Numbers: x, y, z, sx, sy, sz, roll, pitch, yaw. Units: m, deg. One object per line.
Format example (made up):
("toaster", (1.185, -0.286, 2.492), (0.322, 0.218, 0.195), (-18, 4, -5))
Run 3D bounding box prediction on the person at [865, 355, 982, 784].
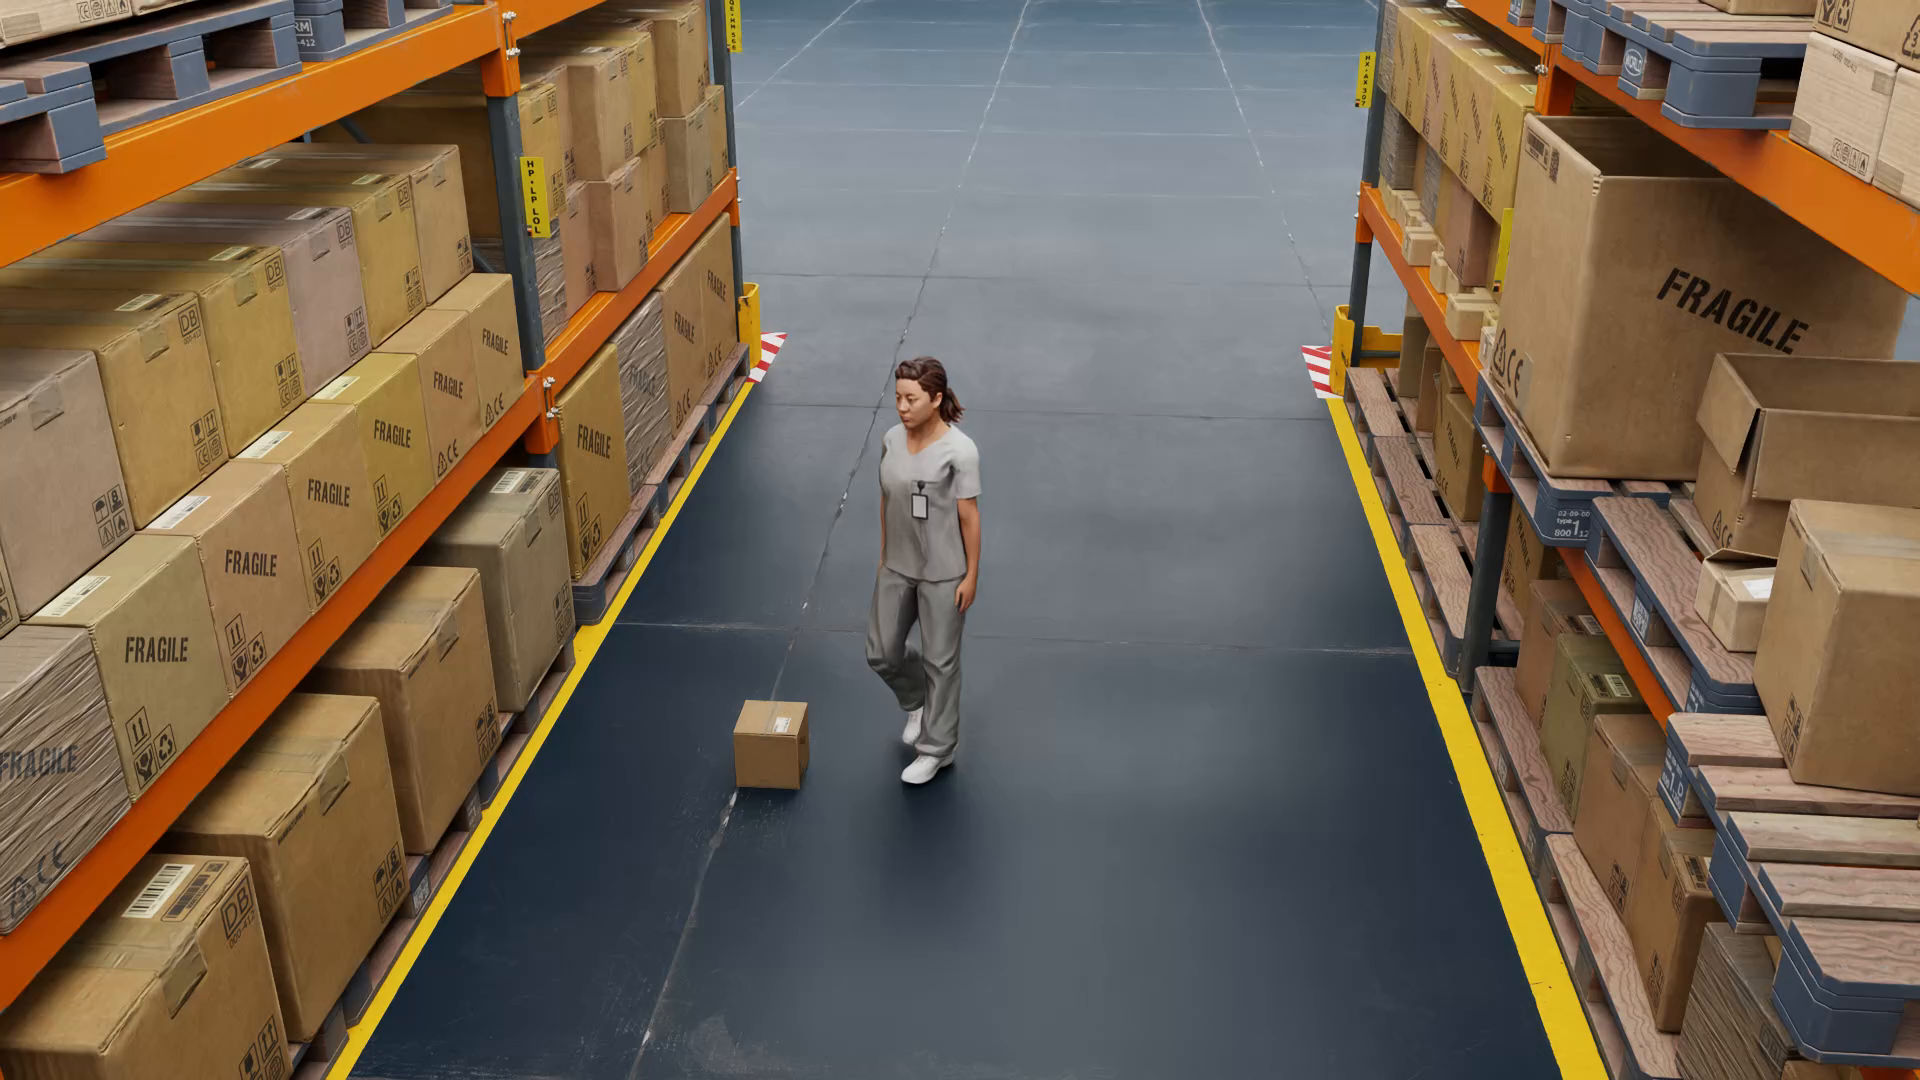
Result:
("person", (-0.121, 0.107, 6.352), (0.460, 1.668, 0.522), (15, 28, 29))
